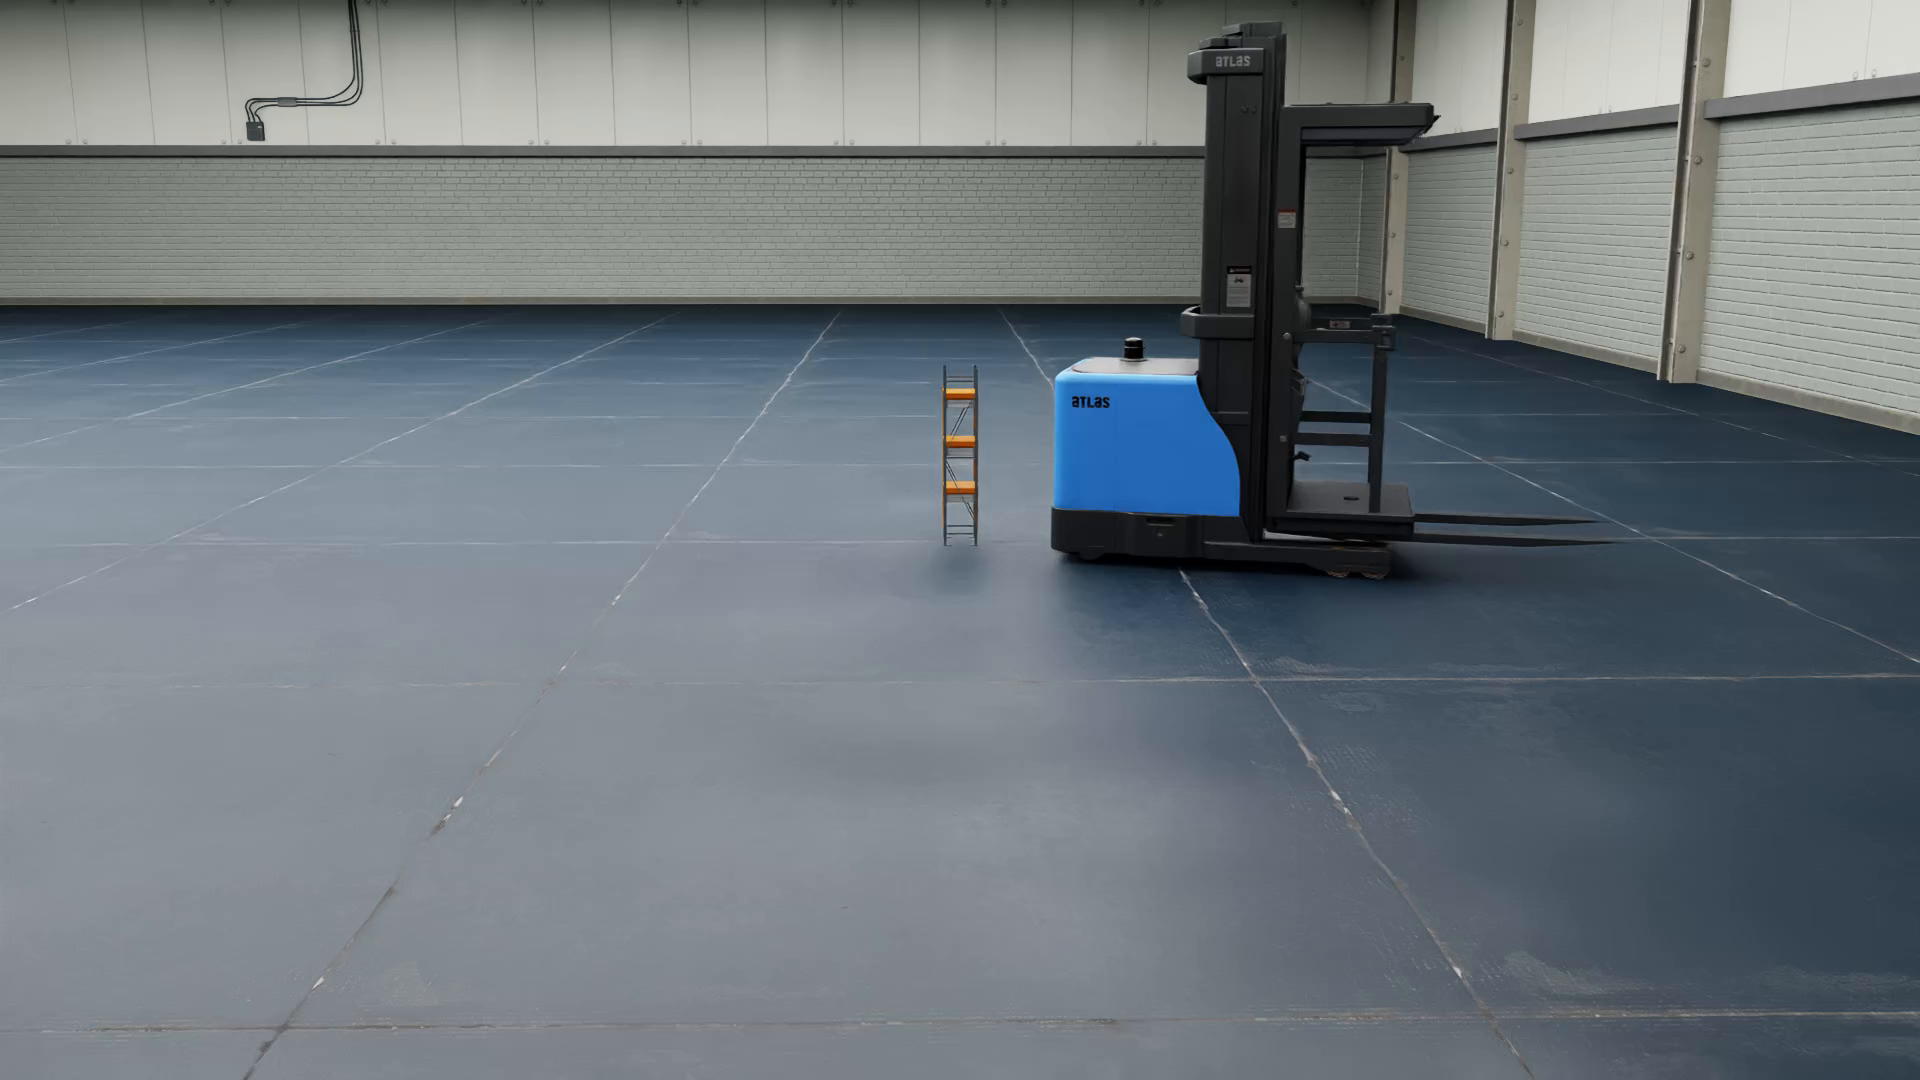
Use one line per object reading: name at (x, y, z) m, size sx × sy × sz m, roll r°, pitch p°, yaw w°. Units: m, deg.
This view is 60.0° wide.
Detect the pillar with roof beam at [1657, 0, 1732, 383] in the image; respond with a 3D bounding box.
pillar with roof beam at (3.897, -6.208, 18.028) m, size 9.100 × 9.000 × 0.400 m, roll 0°, pitch 11°, yaw -1°

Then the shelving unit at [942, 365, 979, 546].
shelving unit at (0.001, -0.504, 9.902) m, size 0.215 × 1.050 × 0.252 m, roll 0°, pitch 11°, yaw -1°

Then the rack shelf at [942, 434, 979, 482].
rack shelf at (0.001, -0.494, 9.904) m, size 0.215 × 0.259 × 0.240 m, roll 0°, pitch 11°, yaw -1°

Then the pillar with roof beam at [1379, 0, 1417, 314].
pillar with roof beam at (3.649, -8.594, 29.786) m, size 9.100 × 9.000 × 0.400 m, roll 0°, pitch 11°, yaw -1°

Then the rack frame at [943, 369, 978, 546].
rack frame at (0.004, -0.480, 9.783) m, size 0.200 × 1.050 × 0.008 m, roll 0°, pitch 11°, yaw -1°

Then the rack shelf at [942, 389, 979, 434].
rack shelf at (0.001, -0.772, 9.848) m, size 0.215 × 0.259 × 0.240 m, roll 0°, pitch 11°, yaw -1°

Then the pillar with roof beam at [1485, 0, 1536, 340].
pillar with roof beam at (3.773, -7.401, 23.907) m, size 9.100 × 9.000 × 0.400 m, roll 0°, pitch 11°, yaw -1°

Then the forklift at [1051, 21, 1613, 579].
forklift at (2.091, -1.340, 9.290) m, size 3.031 × 2.935 × 1.130 m, roll 3°, pitch 12°, yaw 13°

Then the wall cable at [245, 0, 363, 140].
wall cable at (-12.788, -10.776, 31.987) m, size 2.305 × 6.003 × 0.169 m, roll 0°, pitch 11°, yaw -1°

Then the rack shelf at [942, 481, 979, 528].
rack shelf at (0.001, -0.221, 9.960) m, size 0.215 × 0.259 × 0.240 m, roll 0°, pitch 11°, yaw -1°

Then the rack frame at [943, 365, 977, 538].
rack frame at (-0.001, -0.528, 10.022) m, size 0.200 × 1.050 × 0.008 m, roll 0°, pitch 11°, yaw -1°
